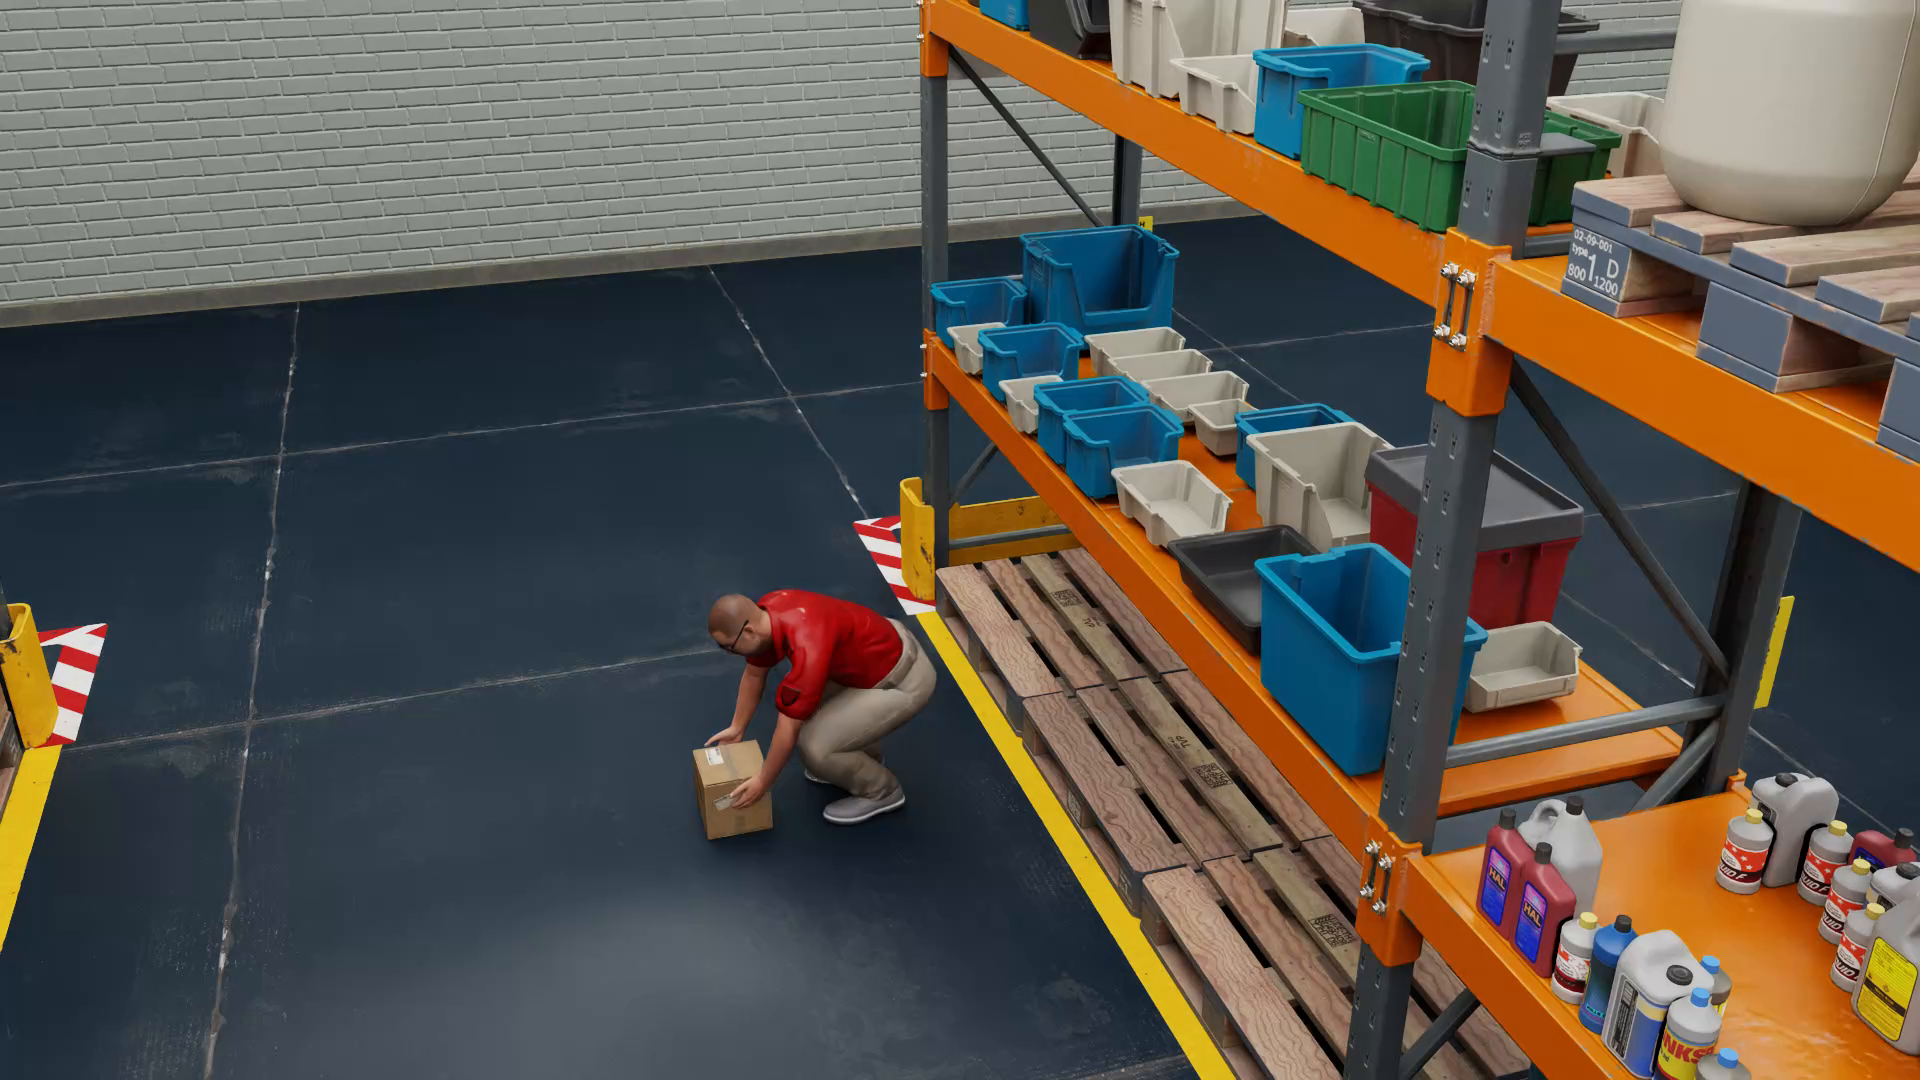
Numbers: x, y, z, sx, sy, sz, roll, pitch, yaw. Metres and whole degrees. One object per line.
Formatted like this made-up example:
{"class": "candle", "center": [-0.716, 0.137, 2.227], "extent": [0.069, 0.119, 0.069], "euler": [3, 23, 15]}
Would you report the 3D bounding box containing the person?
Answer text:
{"class": "person", "center": [-0.518, 0.589, 6.288], "extent": [0.869, 0.981, 0.570], "euler": [-8, 27, -16]}
